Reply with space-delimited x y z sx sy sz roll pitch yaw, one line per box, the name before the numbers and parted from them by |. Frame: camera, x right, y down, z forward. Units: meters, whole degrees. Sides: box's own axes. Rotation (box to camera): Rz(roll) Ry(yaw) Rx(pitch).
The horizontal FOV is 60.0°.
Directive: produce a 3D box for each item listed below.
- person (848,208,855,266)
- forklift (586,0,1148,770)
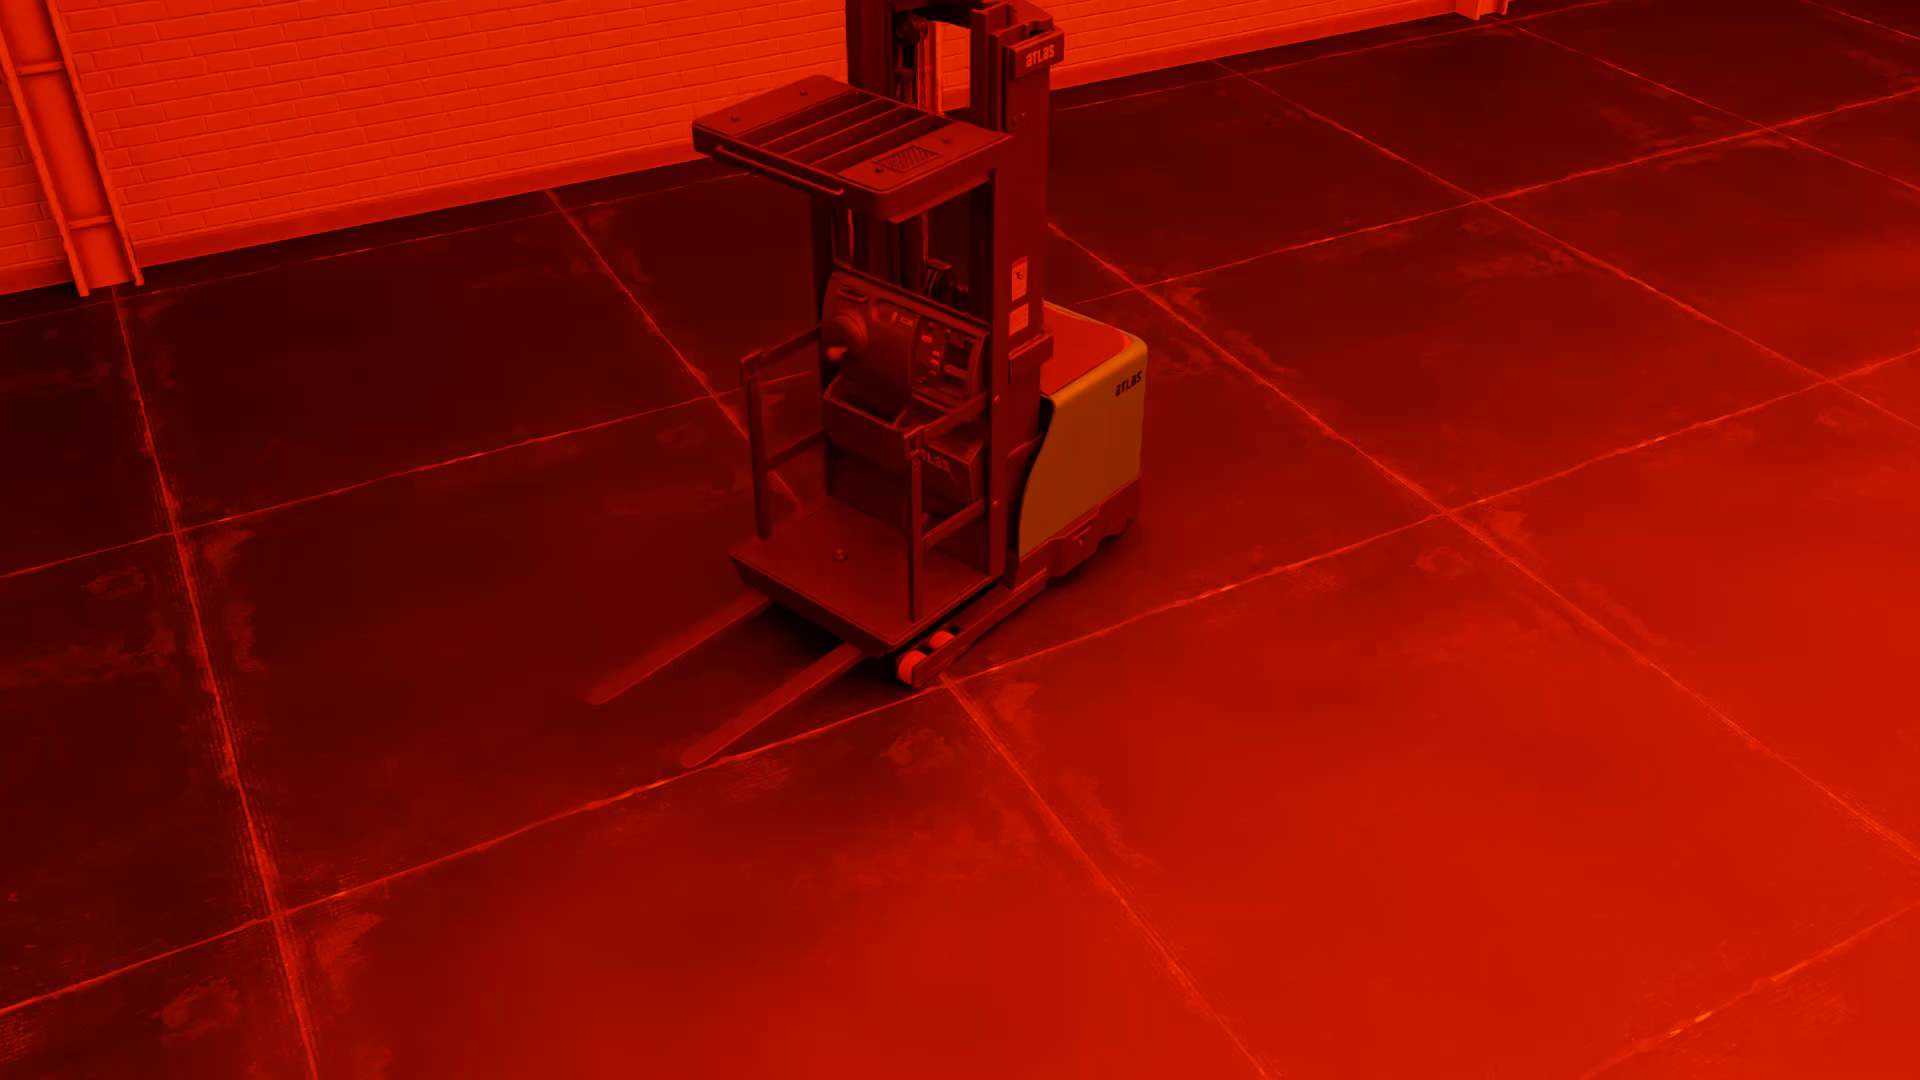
person | -0.419 -1.445 9.258 0.486 1.688 0.882 -5 36 -7
forklift | -0.399 -0.847 7.321 1.130 2.935 3.031 27 43 32
